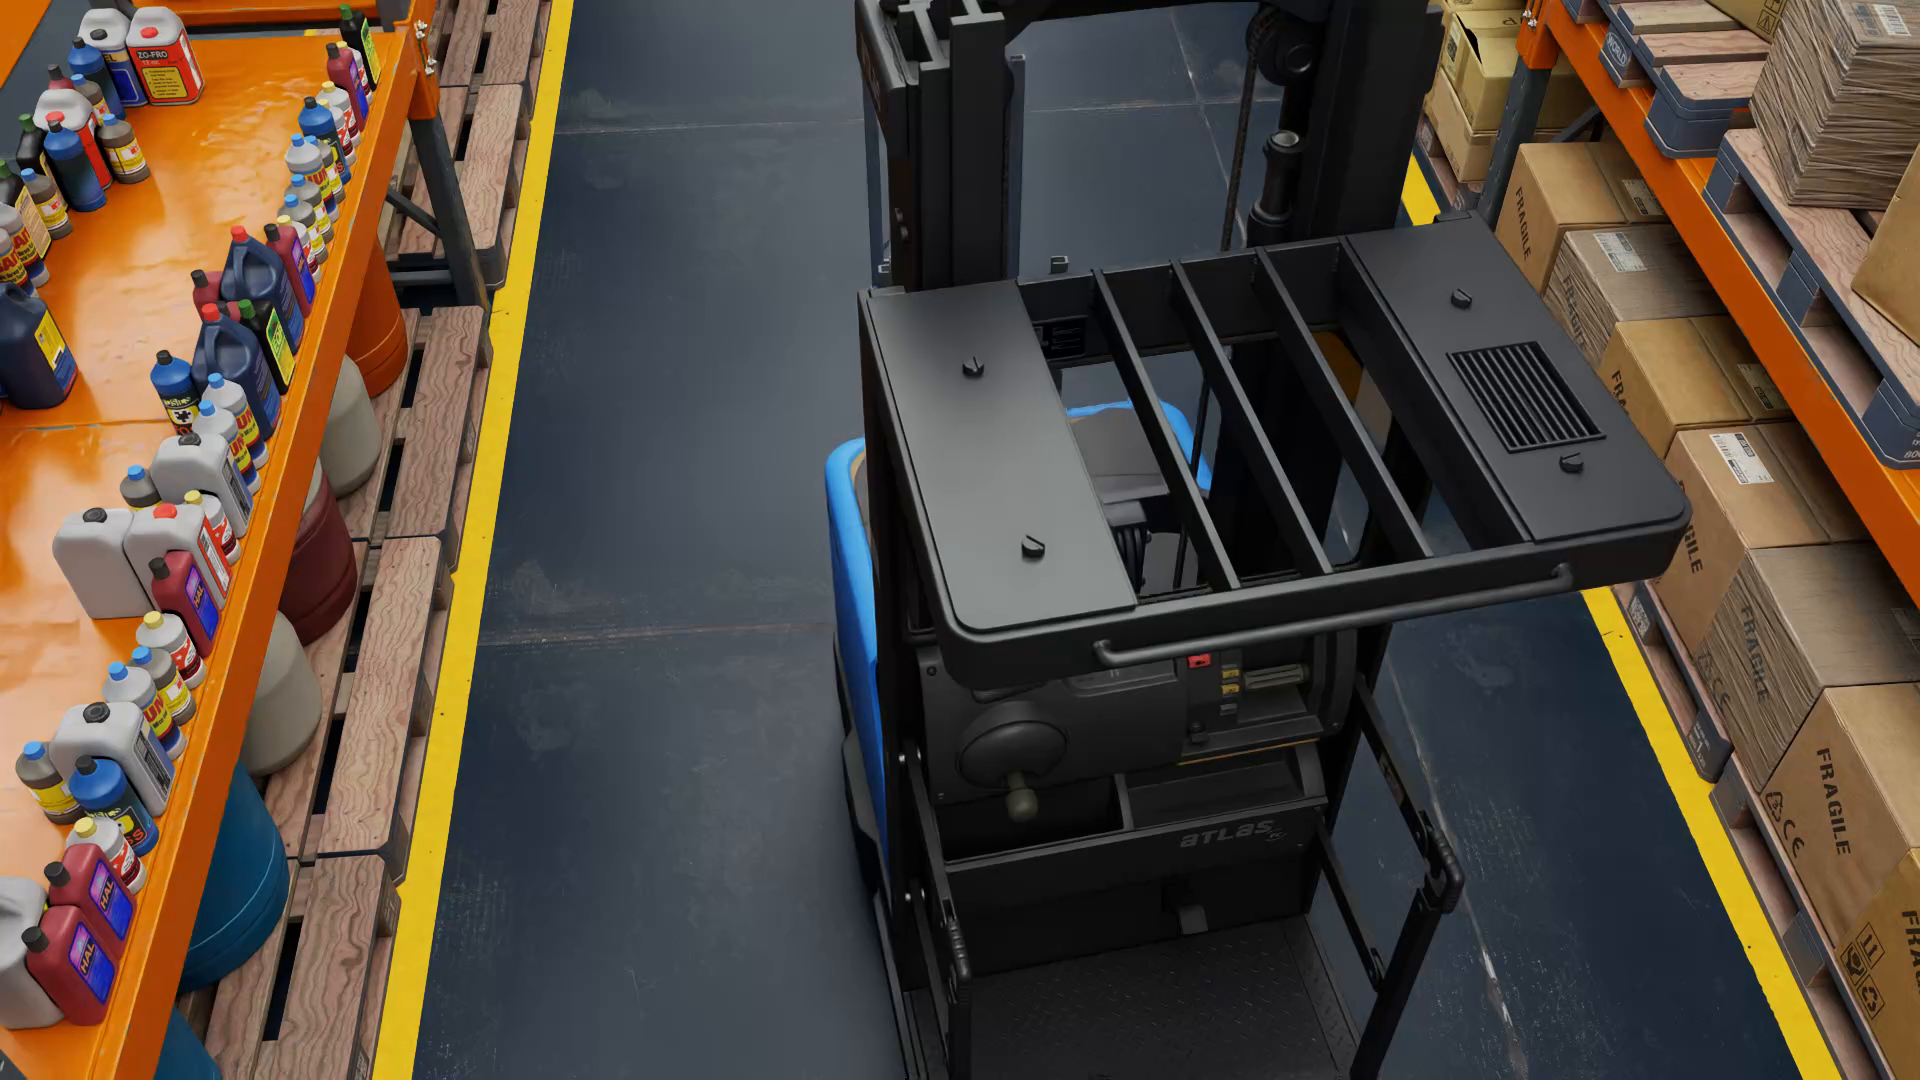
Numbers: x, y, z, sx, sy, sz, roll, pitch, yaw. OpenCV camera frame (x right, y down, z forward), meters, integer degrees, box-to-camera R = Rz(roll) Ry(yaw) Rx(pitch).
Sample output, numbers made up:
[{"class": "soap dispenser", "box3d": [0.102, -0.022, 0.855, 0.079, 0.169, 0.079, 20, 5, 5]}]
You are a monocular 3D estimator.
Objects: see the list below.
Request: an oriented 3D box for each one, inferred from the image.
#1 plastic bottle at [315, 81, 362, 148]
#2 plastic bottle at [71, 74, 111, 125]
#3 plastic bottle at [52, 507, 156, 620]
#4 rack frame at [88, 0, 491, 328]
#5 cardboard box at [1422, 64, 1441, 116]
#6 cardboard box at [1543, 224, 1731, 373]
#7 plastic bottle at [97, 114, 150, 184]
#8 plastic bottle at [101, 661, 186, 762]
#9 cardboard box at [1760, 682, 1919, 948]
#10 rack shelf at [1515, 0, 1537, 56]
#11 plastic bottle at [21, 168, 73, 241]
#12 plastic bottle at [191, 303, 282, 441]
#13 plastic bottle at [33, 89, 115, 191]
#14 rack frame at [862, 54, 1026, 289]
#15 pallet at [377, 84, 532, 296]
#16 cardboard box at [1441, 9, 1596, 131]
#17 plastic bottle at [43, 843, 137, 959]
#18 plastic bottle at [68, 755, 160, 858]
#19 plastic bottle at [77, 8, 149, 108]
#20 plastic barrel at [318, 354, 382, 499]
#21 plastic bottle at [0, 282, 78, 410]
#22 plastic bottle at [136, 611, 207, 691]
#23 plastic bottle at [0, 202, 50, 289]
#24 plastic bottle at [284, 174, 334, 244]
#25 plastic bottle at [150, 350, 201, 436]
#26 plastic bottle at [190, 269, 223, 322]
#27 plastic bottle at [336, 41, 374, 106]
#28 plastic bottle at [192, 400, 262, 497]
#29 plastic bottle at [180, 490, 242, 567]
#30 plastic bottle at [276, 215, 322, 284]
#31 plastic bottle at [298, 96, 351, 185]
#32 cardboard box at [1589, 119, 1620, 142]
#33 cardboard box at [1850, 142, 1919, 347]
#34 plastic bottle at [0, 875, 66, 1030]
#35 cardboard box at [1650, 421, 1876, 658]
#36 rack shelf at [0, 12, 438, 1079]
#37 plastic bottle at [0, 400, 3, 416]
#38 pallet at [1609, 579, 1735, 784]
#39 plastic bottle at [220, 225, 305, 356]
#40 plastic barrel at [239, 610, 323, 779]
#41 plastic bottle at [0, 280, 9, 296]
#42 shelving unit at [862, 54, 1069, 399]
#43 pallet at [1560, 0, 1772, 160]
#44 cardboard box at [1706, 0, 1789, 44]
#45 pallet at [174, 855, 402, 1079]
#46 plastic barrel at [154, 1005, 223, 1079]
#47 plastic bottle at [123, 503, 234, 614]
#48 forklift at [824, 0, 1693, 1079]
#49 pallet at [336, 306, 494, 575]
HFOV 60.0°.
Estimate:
[{"class": "plastic bottle", "box3d": [-1.891, -1.294, 5.046, 0.097, 0.201, 0.097, 0, 47, 0]}, {"class": "plastic bottle", "box3d": [-2.656, -1.323, 5.074, 0.097, 0.201, 0.097, 0, 47, 0]}, {"class": "plastic bottle", "box3d": [-1.914, 0.037, 3.734, 0.152, 0.276, 0.135, -3, 47, -3]}, {"class": "rack frame", "box3d": [-2.360, -1.881, 5.465, 1.000, 3.000, 0.127, -3, 47, -3]}, {"class": "cardboard box", "box3d": [2.242, -2.116, 7.293, 0.500, 0.250, 0.500, -4, 47, -4]}, {"class": "cardboard box", "box3d": [2.379, -0.745, 5.809, 0.500, 0.500, 0.500, -5, 47, -5]}, {"class": "plastic bottle", "box3d": [-2.485, -1.166, 4.925, 0.097, 0.201, 0.097, 0, 47, 0]}, {"class": "plastic bottle", "box3d": [-1.698, 0.349, 3.442, 0.097, 0.271, 0.097, 0, 47, 0]}, {"class": "cardboard box", "box3d": [2.551, 0.726, 4.415, 0.500, 0.500, 0.500, -3, 47, -3]}, {"class": "rack shelf", "box3d": [2.408, -3.379, 7.379, 1.077, 0.370, 4.000, -3, 47, -3]}, {"class": "plastic bottle", "box3d": [-2.614, -0.963, 4.733, 0.097, 0.201, 0.097, 0, 47, 0]}, {"class": "plastic bottle", "box3d": [-1.807, -0.422, 4.118, 0.144, 0.351, 0.185, -3, 47, -3]}, {"class": "plastic bottle", "box3d": [-2.608, -1.170, 4.878, 0.152, 0.276, 0.135, -3, 47, -3]}, {"class": "rack frame", "box3d": [-0.050, -0.945, 5.612, 0.500, 1.500, 0.032, -3, 47, -3]}, {"class": "pallet", "box3d": [-2.387, -1.485, 7.011, 1.003, 0.211, 1.213, -3, 47, -3]}, {"class": "cardboard box", "box3d": [2.287, -1.935, 6.735, 0.500, 0.311, 0.500, -2, 47, -2]}, {"class": "plastic bottle", "box3d": [-1.642, 0.666, 3.134, 0.061, 0.283, 0.133, -3, 47, -3]}, {"class": "plastic bottle", "box3d": [-1.678, 0.517, 3.283, 0.097, 0.271, 0.097, 0, 47, 0]}, {"class": "plastic bottle", "box3d": [-2.646, -1.505, 5.195, 0.152, 0.276, 0.135, -3, 47, -3]}, {"class": "plastic barrel", "box3d": [-2.166, -0.413, 5.500, 0.421, 0.512, 0.421, 0, 47, 0]}, {"class": "plastic bottle", "box3d": [-2.381, -0.518, 4.209, 0.144, 0.351, 0.185, -3, 47, -3]}, {"class": "plastic bottle", "box3d": [-1.714, 0.233, 3.601, 0.097, 0.201, 0.097, 0, 47, 0]}, {"class": "plastic bottle", "box3d": [-2.595, -0.820, 4.549, 0.097, 0.271, 0.097, 0, 47, 0]}, {"class": "plastic bottle", "box3d": [-1.850, -0.942, 4.713, 0.097, 0.201, 0.097, 0, 47, 0]}, {"class": "plastic bottle", "box3d": [-1.924, -0.356, 4.110, 0.097, 0.271, 0.097, 0, 47, 0]}, {"class": "plastic bottle", "box3d": [-1.934, -0.604, 4.337, 0.061, 0.283, 0.133, -3, 47, -3]}, {"class": "plastic bottle", "box3d": [-1.910, -1.461, 5.204, 0.097, 0.201, 0.097, 0, 47, 0]}, {"class": "plastic bottle", "box3d": [-1.764, -0.224, 3.984, 0.097, 0.271, 0.097, 0, 47, 0]}, {"class": "plastic bottle", "box3d": [-1.745, -0.032, 3.851, 0.097, 0.201, 0.097, 0, 47, 0]}, {"class": "plastic bottle", "box3d": [-1.834, -0.801, 4.579, 0.097, 0.201, 0.097, 0, 47, 0]}, {"class": "plastic bottle", "box3d": [-1.874, -1.177, 4.888, 0.097, 0.271, 0.097, 0, 47, 0]}, {"class": "cardboard box", "box3d": [2.825, -1.775, 6.969, 0.500, 0.250, 0.500, -4, 47, -3]}, {"class": "cardboard box", "box3d": [2.701, -0.738, 4.025, 0.700, 0.500, 0.500, -14, 48, -13]}, {"class": "plastic bottle", "box3d": [-1.735, 0.727, 3.030, 0.144, 0.351, 0.185, -3, 47, -3]}, {"class": "cardboard box", "box3d": [2.464, -0.005, 5.107, 0.500, 0.500, 0.500, -5, 47, -5]}, {"class": "rack shelf", "box3d": [-2.193, -0.186, 4.356, 1.077, 0.370, 4.000, -3, 47, -3]}, {"class": "plastic bottle", "box3d": [-2.521, -0.412, 4.108, 0.144, 0.351, 0.185, -3, 47, -3]}, {"class": "pallet", "box3d": [2.700, 0.203, 5.412, 1.003, 0.211, 1.213, -3, 47, -3]}, {"class": "plastic bottle", "box3d": [-1.834, -0.652, 4.336, 0.144, 0.351, 0.185, -3, 47, -3]}, {"class": "plastic barrel", "box3d": [-2.072, 0.404, 4.726, 0.421, 0.512, 0.421, 0, 47, 0]}, {"class": "plastic bottle", "box3d": [-2.595, -0.669, 4.398, 0.061, 0.283, 0.133, -3, 47, -3]}, {"class": "shelving unit", "box3d": [-0.007, -0.577, 5.264, 0.538, 1.500, 1.048, -3, 47, -3]}, {"class": "pallet", "box3d": [2.703, -1.627, 5.357, 1.213, 0.211, 1.003, -3, 47, -3]}, {"class": "cardboard box", "box3d": [2.741, -1.909, 5.134, 0.700, 0.500, 0.500, -18, 49, -16]}, {"class": "pallet", "box3d": [-2.049, 1.412, 4.268, 1.003, 0.211, 1.213, -3, 47, -3]}, {"class": "plastic barrel", "box3d": [-2.054, 1.196, 3.707, 0.600, 0.901, 0.708, -3, 47, -3]}, {"class": "plastic bottle", "box3d": [-1.762, 0.028, 3.743, 0.152, 0.276, 0.135, -3, 47, -3]}, {"class": "forklift", "box3d": [0.426, 0.436, 3.318, 1.130, 2.935, 3.031, -9, 47, -8]}, {"class": "pallet", "box3d": [-2.253, -0.354, 5.940, 1.003, 0.211, 1.213, -3, 47, -3]}]
